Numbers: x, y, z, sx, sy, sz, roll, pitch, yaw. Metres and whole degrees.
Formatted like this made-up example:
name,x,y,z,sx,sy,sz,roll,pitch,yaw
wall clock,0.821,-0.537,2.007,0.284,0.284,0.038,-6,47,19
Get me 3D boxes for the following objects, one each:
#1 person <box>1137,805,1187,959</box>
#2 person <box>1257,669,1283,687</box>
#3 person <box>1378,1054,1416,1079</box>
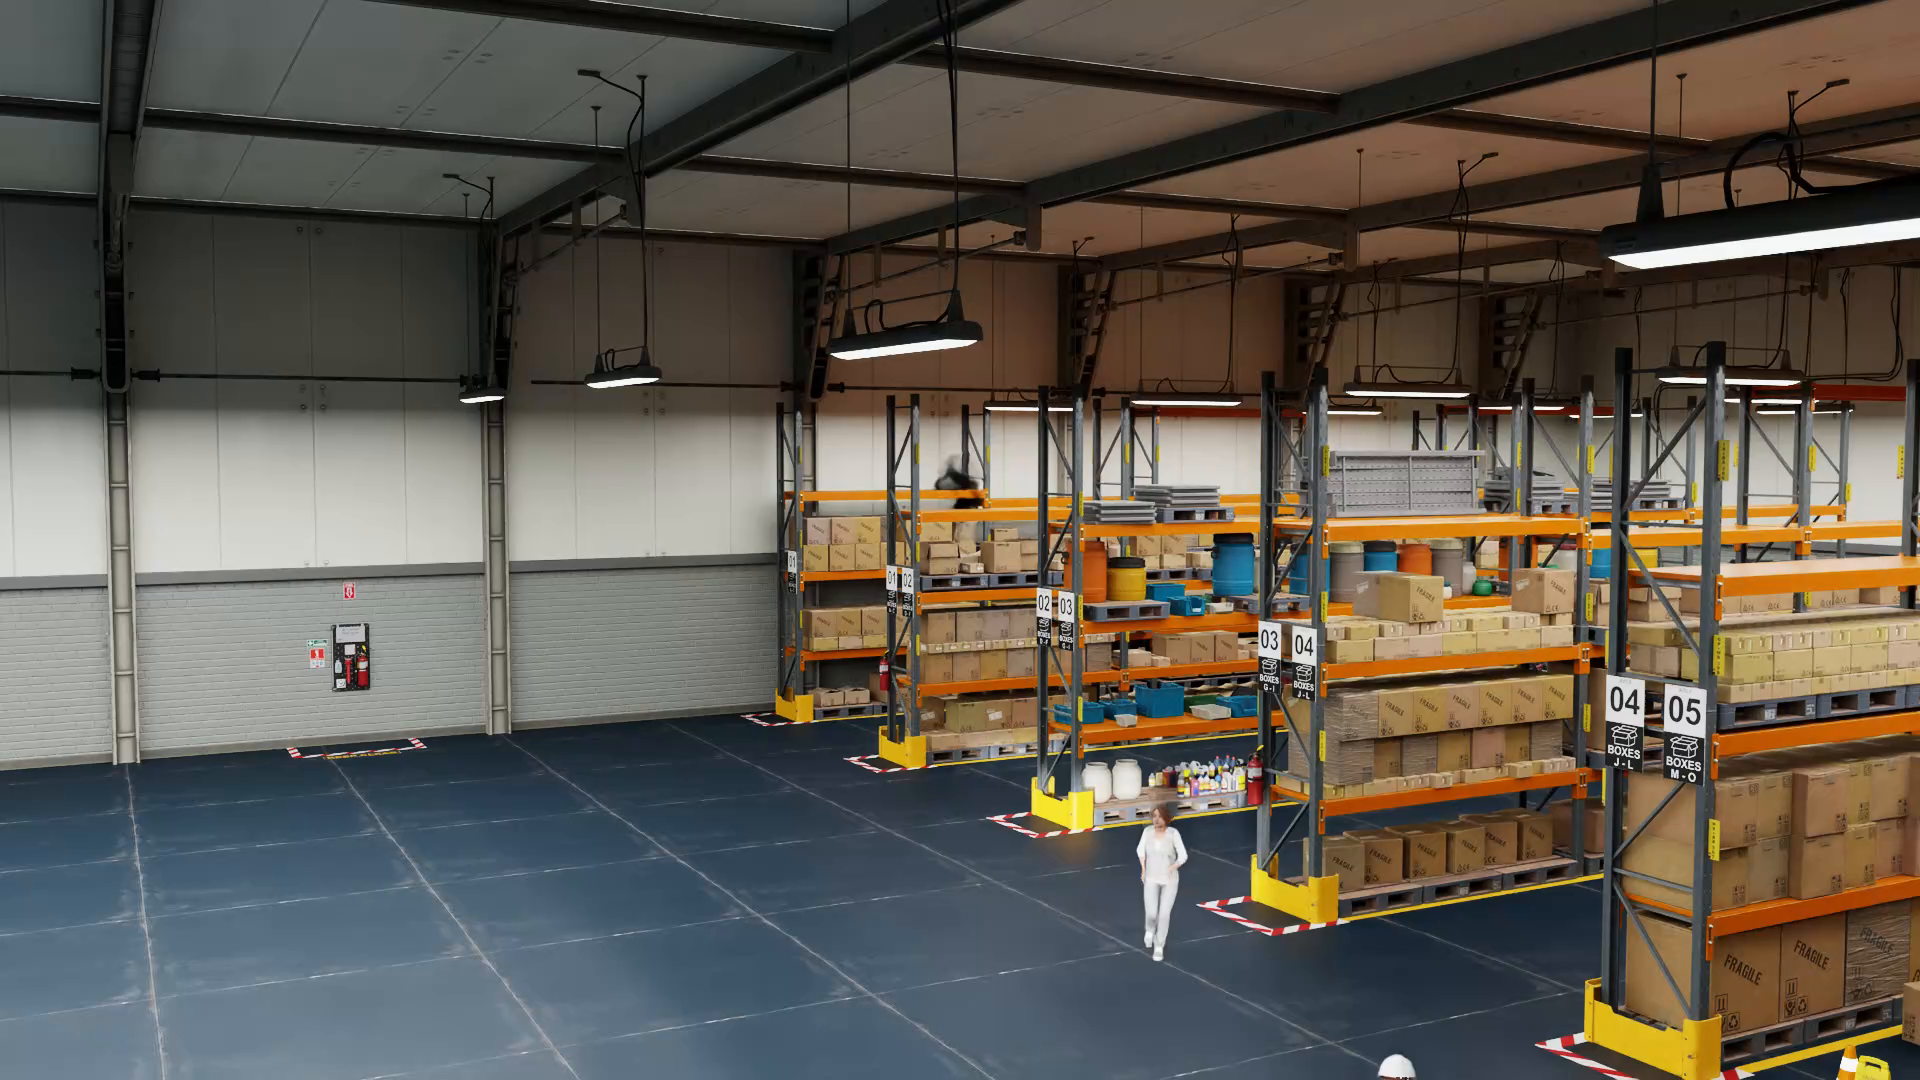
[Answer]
name,x,y,z,sx,sy,sz,roll,pitch,yaw
person,2.013,3.441,16.694,0.523,1.567,0.549,1,3,14
person,6.346,2.450,33.787,0.822,1.686,0.570,-3,4,-40
person,2.466,3.764,9.340,0.757,1.729,0.558,1,3,14
